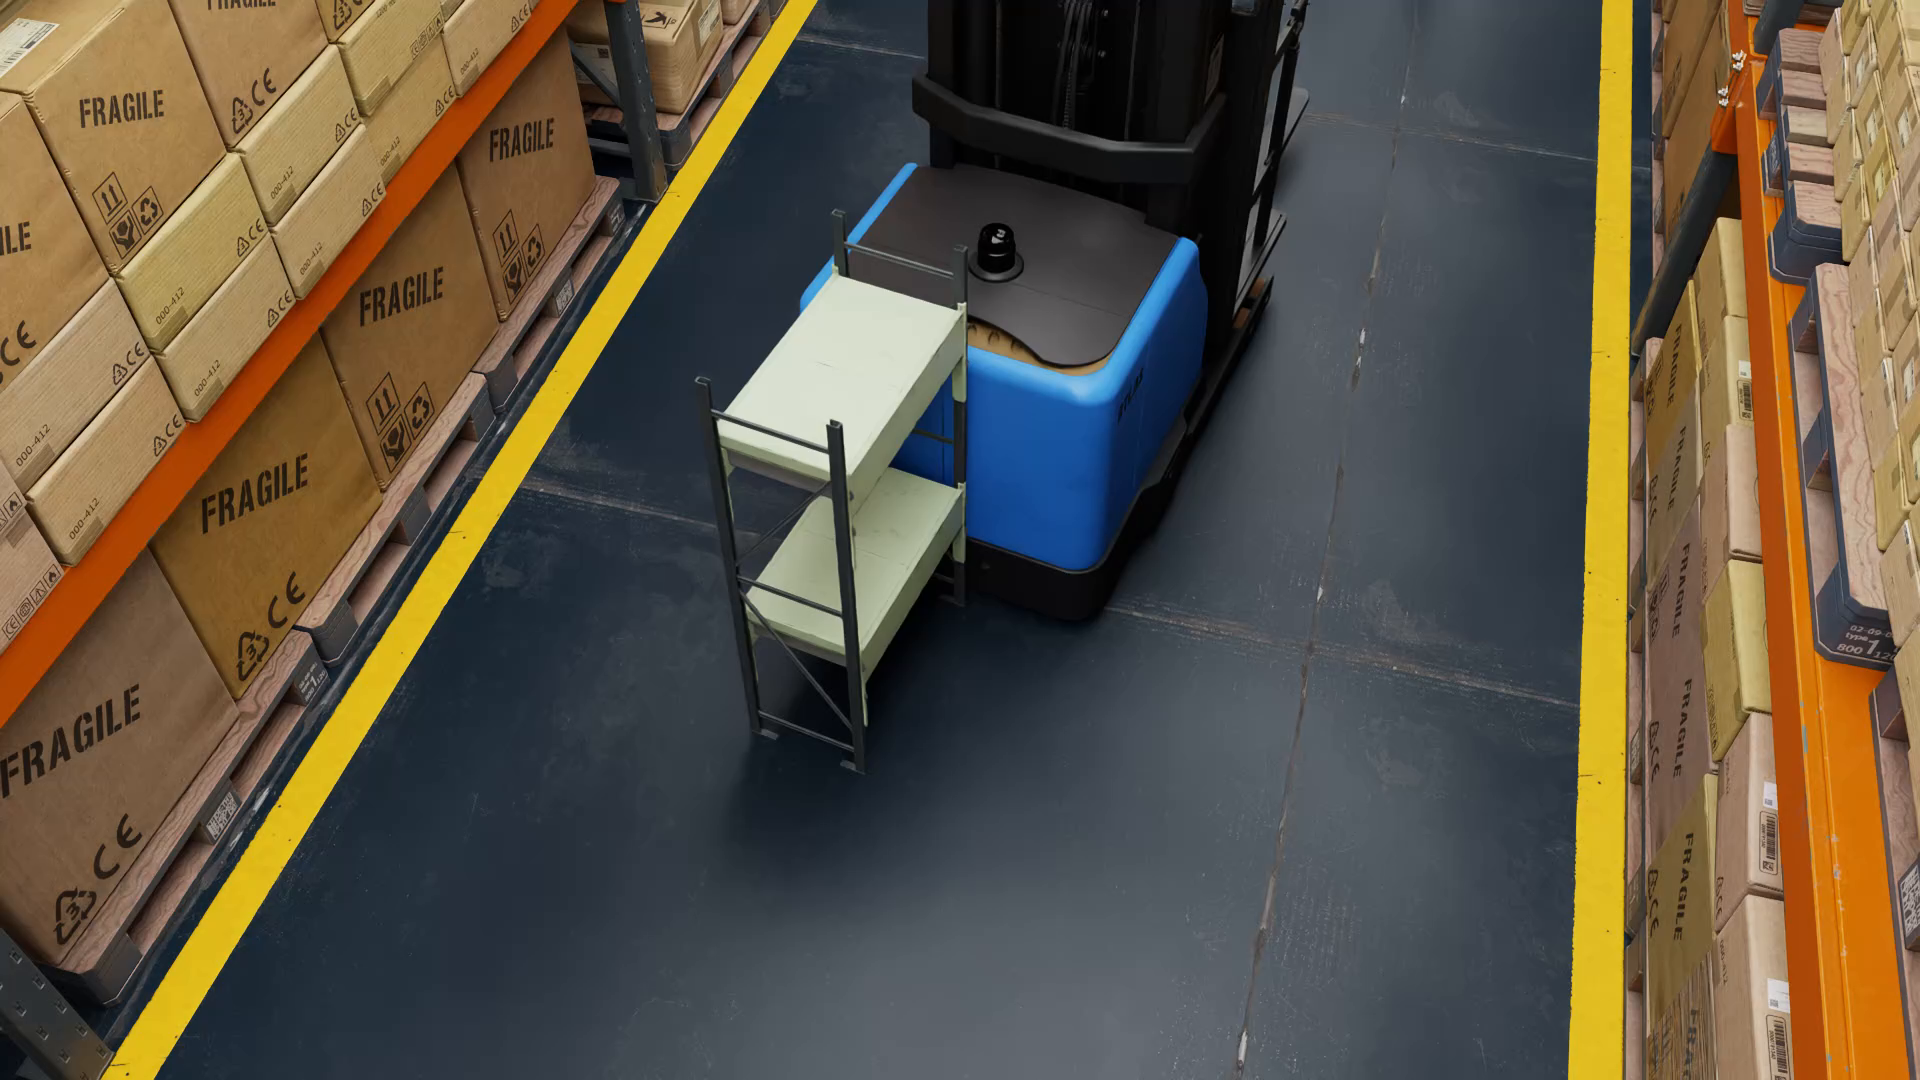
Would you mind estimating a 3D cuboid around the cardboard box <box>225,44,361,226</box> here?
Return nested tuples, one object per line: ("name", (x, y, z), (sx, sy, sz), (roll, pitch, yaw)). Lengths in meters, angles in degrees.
("cardboard box", (-2.002, -1.135, 4.518), (0.500, 0.250, 0.500), (10, 49, 9))

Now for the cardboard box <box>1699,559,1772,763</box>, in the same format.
("cardboard box", (2.238, 0.353, 4.325), (0.500, 0.250, 0.500), (10, 49, 8))

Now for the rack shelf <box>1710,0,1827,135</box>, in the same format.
("rack shelf", (3.592, -2.846, 6.741), (1.077, 0.370, 4.000), (12, 50, 10))

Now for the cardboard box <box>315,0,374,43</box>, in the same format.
("cardboard box", (-1.885, -1.749, 4.560), (0.500, 0.500, 0.500), (12, 50, 10))

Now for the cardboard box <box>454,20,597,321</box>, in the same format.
("cardboard box", (-1.999, -1.494, 6.205), (0.875, 0.875, 0.875), (11, 50, 10))

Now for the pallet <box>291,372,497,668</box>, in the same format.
("pallet", (-2.340, -0.184, 5.771), (1.003, 0.211, 1.213), (12, 50, 10))

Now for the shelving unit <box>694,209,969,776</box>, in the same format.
("shelving unit", (-0.317, -0.090, 4.829), (0.431, 1.500, 0.755), (19, 51, 16))

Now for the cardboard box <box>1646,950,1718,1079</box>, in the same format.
("cardboard box", (1.964, 1.359, 3.937), (0.500, 0.500, 0.500), (11, 49, 9))

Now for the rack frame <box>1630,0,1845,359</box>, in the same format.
("rack frame", (3.066, -1.638, 5.195), (1.000, 3.000, 0.127), (12, 50, 10))

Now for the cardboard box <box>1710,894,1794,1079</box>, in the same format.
("cardboard box", (1.965, 1.107, 3.659), (0.500, 0.250, 0.500), (10, 49, 9))

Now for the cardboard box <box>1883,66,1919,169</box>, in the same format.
("cardboard box", (2.550, -1.032, 4.151), (0.380, 0.149, 0.250), (10, 49, 8))

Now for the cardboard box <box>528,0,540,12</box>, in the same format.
("cardboard box", (-1.619, -2.075, 5.681), (0.500, 0.250, 0.500), (10, 49, 9))

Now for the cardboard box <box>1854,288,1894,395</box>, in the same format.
("cardboard box", (2.406, -0.450, 4.034), (0.380, 0.149, 0.250), (12, 50, 11))

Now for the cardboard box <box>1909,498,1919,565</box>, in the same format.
("cardboard box", (2.201, 0.018, 3.422), (0.380, 0.149, 0.250), (9, 49, 8))

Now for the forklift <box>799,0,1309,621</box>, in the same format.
("forklift", (0.570, -1.828, 5.409), (1.130, 2.935, 3.031), (19, 51, 16))

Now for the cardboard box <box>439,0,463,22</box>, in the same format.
("cardboard box", (-1.750, -1.885, 5.180), (0.500, 0.250, 0.500), (10, 49, 9))

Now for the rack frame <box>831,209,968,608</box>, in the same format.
("rack frame", (-0.166, -0.340, 5.050), (0.400, 1.500, 0.023), (19, 51, 16))

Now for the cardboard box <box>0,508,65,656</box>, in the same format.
("cardboard box", (-2.419, 0.135, 3.730), (0.500, 0.250, 0.500), (11, 49, 9))

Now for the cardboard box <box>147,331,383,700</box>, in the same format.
("cardboard box", (-2.473, -0.203, 5.066), (0.875, 0.875, 0.875), (13, 50, 11))

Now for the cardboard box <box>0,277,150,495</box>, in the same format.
("cardboard box", (-2.291, -0.409, 3.877), (0.500, 0.250, 0.500), (12, 50, 11))

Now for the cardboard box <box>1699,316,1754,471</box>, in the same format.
("cardboard box", (2.517, -0.380, 4.972), (0.500, 0.250, 0.500), (11, 49, 10))

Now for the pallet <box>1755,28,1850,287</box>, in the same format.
("pallet", (2.981, -1.038, 4.793), (1.213, 0.211, 1.003), (12, 50, 10))

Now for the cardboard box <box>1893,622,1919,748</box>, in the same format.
("cardboard box", (2.128, 0.324, 3.351), (0.380, 0.149, 0.250), (9, 49, 8))

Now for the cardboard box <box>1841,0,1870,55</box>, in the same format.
("cardboard box", (2.745, -1.482, 4.747), (0.380, 0.149, 0.250), (14, 50, 12))

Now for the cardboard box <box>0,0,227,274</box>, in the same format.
("cardboard box", (-2.155, -1.010, 3.907), (0.500, 0.500, 0.500), (10, 49, 9))

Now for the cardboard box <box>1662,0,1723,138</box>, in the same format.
("cardboard box", (3.539, -2.088, 6.813), (1.050, 0.750, 0.750), (12, 50, 11))

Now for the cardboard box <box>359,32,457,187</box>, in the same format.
("cardboard box", (-1.887, -1.341, 5.033), (0.500, 0.250, 0.500), (11, 50, 10))

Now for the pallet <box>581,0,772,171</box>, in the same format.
("pallet", (-1.529, -2.184, 7.537), (1.003, 0.211, 1.213), (12, 50, 10))

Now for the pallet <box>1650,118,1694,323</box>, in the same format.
("pallet", (3.346, -1.271, 6.731), (1.003, 0.211, 1.213), (12, 50, 10))

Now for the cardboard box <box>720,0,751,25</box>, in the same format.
("cardboard box", (-1.392, -2.753, 7.652), (0.950, 0.372, 0.625), (11, 49, 9))

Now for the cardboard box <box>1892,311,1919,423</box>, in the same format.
("cardboard box", (2.340, -0.354, 3.751), (0.380, 0.149, 0.250), (13, 50, 11))

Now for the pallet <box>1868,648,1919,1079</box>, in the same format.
("pallet", (2.354, 0.795, 3.176), (1.003, 0.211, 1.213), (12, 50, 10))

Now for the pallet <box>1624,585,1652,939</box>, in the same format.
("pallet", (2.535, 0.729, 4.965), (1.003, 0.211, 1.213), (12, 50, 10))

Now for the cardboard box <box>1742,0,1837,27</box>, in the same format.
("cardboard box", (2.925, -2.050, 5.492), (0.500, 0.500, 0.500), (12, 50, 10))

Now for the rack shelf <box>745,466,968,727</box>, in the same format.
("rack shelf", (-0.317, 0.126, 5.073), (0.431, 0.370, 0.720), (19, 51, 16))

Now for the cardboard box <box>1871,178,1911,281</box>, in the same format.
("cardboard box", (2.476, -0.729, 4.082), (0.380, 0.149, 0.250), (12, 50, 10))

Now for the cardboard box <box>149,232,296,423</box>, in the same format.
("cardboard box", (-2.134, -0.607, 4.385), (0.500, 0.250, 0.500), (11, 50, 10))

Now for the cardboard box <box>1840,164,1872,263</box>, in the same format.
("cardboard box", (2.542, -0.825, 4.365), (0.380, 0.149, 0.250), (14, 50, 12))

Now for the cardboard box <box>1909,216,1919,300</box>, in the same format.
("cardboard box", (2.413, -0.644, 3.808), (0.380, 0.149, 0.250), (13, 50, 11))

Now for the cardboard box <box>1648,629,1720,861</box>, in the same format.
("cardboard box", (2.239, 0.617, 4.592), (0.500, 0.500, 0.500), (11, 49, 9))

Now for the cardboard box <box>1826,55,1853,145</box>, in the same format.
("cardboard box", (2.682, -1.216, 4.710), (0.380, 0.149, 0.250), (14, 50, 12))

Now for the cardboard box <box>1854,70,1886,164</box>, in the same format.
("cardboard box", (2.608, -1.092, 4.402), (0.380, 0.149, 0.250), (10, 49, 9))

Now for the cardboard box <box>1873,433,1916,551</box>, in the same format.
("cardboard box", (2.266, -0.070, 3.698), (0.380, 0.149, 0.250), (14, 50, 12))

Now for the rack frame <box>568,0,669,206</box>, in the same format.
("rack frame", (-1.737, -2.542, 5.993), (1.000, 3.000, 0.127), (12, 50, 10))

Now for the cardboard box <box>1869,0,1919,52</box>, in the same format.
("cardboard box", (2.689, -1.400, 4.475), (0.380, 0.149, 0.250), (10, 49, 9))

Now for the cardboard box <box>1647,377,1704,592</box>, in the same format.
("cardboard box", (2.504, -0.124, 5.246), (0.500, 0.500, 0.500), (12, 50, 10))
